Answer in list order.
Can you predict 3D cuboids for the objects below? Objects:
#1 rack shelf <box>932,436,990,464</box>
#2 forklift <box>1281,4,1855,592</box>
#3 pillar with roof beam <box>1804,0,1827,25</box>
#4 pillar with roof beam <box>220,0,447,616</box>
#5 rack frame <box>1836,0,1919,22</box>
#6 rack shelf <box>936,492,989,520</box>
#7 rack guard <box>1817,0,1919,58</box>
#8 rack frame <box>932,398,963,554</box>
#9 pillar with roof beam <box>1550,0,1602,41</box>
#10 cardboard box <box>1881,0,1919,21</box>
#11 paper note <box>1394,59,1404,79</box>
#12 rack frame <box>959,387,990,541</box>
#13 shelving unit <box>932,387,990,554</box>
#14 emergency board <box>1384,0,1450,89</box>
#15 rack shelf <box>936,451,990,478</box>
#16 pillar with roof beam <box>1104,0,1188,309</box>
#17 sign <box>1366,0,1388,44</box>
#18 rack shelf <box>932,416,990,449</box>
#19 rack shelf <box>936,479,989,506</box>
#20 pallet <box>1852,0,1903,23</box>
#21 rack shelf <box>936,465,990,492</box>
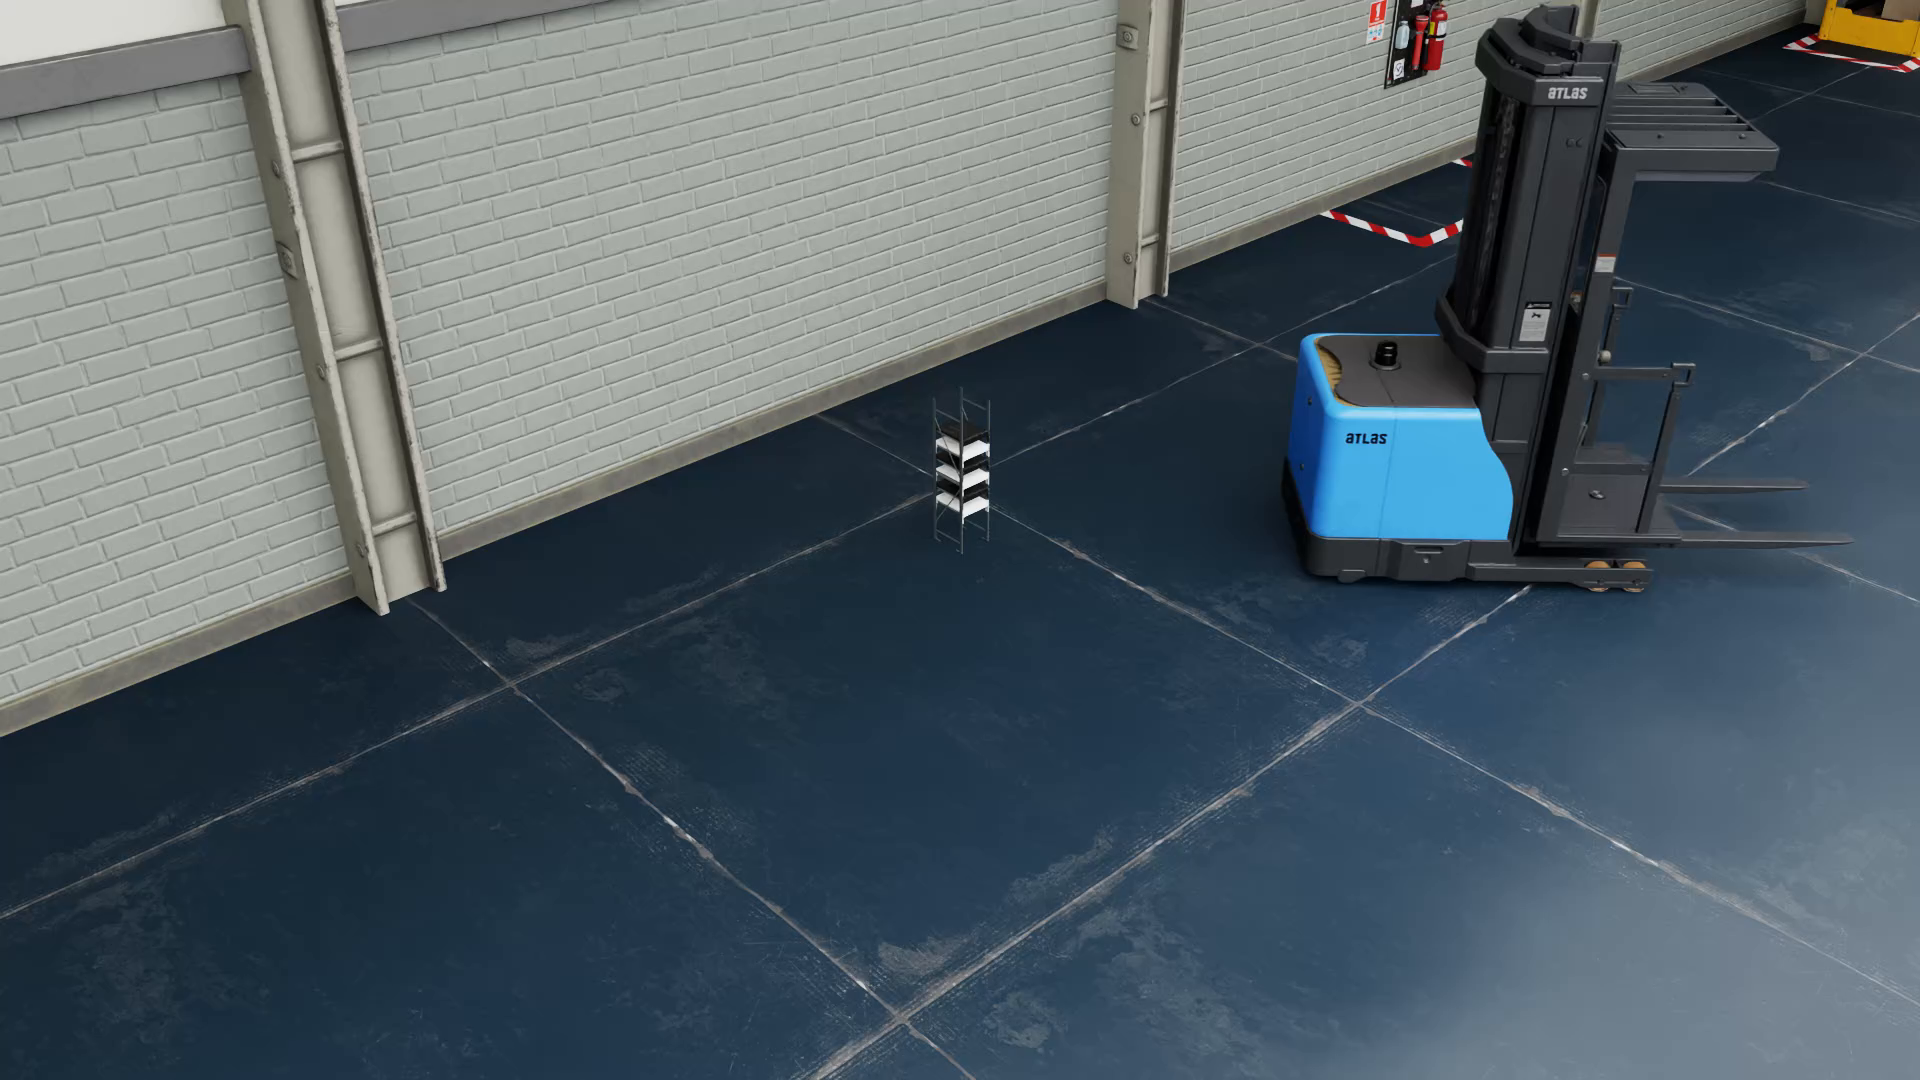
[{"bbox_3d":[0.006,-0.512,9.278,0.200,0.077,0.258,-26,40,-35],"label":"rack shelf"},{"bbox_3d":[3.422,-1.246,8.813,3.031,2.935,1.130,1,31,1],"label":"forklift"},{"bbox_3d":[13.058,-8.298,14.529,0.400,9.000,9.100,-26,40,-35],"label":"pillar with roof beam"},{"bbox_3d":[-0.141,-1.914,4.088,0.400,9.000,9.100,-26,40,-35],"label":"pillar with roof beam"},{"bbox_3d":[10.206,-6.806,17.840,0.127,3.000,1.000,-26,40,-35],"label":"rack frame"},{"bbox_3d":[0.006,-0.205,9.466,0.200,0.077,0.258,-26,40,-35],"label":"rack shelf"},{"bbox_3d":[10.262,-5.767,18.536,0.348,0.500,1.175,-26,40,-35],"label":"rack guard"},{"bbox_3d":[-0.069,-0.351,9.295,0.006,0.900,0.240,-26,40,-35],"label":"rack frame"},{"bbox_3d":[8.658,-6.170,11.049,0.400,9.000,9.100,-26,40,-35],"label":"pillar with roof beam"},{"bbox_3d":[10.774,-6.058,18.772,0.500,0.311,0.500,24,39,34],"label":"cardboard box"},{"bbox_3d":[3.717,-3.983,14.068,0.142,0.148,0.016,-26,40,-35],"label":"paper note"},{"bbox_3d":[0.081,-0.423,9.413,0.006,0.900,0.240,-26,40,-35],"label":"rack frame"},{"bbox_3d":[0.006,-0.387,9.354,0.210,0.900,0.258,-26,40,-35],"label":"shelving unit"},{"bbox_3d":[3.893,-4.395,13.897,0.643,1.169,0.194,-26,40,-35],"label":"emergency board"},{"bbox_3d":[0.006,-0.435,9.325,0.200,0.077,0.258,-26,40,-35],"label":"rack shelf"},{"bbox_3d":[4.259,-4.042,7.568,0.400,9.000,9.100,-26,40,-35],"label":"pillar with roof beam"},{"bbox_3d":[3.418,-4.254,13.632,0.234,0.329,0.001,-26,40,-35],"label":"sign"},{"bbox_3d":[0.006,-0.589,9.231,0.200,0.077,0.258,-26,40,-35],"label":"rack shelf"},{"bbox_3d":[0.006,-0.282,9.419,0.200,0.077,0.258,-26,40,-35],"label":"rack shelf"},{"bbox_3d":[10.881,-5.918,19.061,1.213,0.211,1.003,-26,40,-35],"label":"pallet"},{"bbox_3d":[0.006,-0.358,9.372,0.200,0.077,0.258,-26,40,-35],"label":"rack shelf"}]
